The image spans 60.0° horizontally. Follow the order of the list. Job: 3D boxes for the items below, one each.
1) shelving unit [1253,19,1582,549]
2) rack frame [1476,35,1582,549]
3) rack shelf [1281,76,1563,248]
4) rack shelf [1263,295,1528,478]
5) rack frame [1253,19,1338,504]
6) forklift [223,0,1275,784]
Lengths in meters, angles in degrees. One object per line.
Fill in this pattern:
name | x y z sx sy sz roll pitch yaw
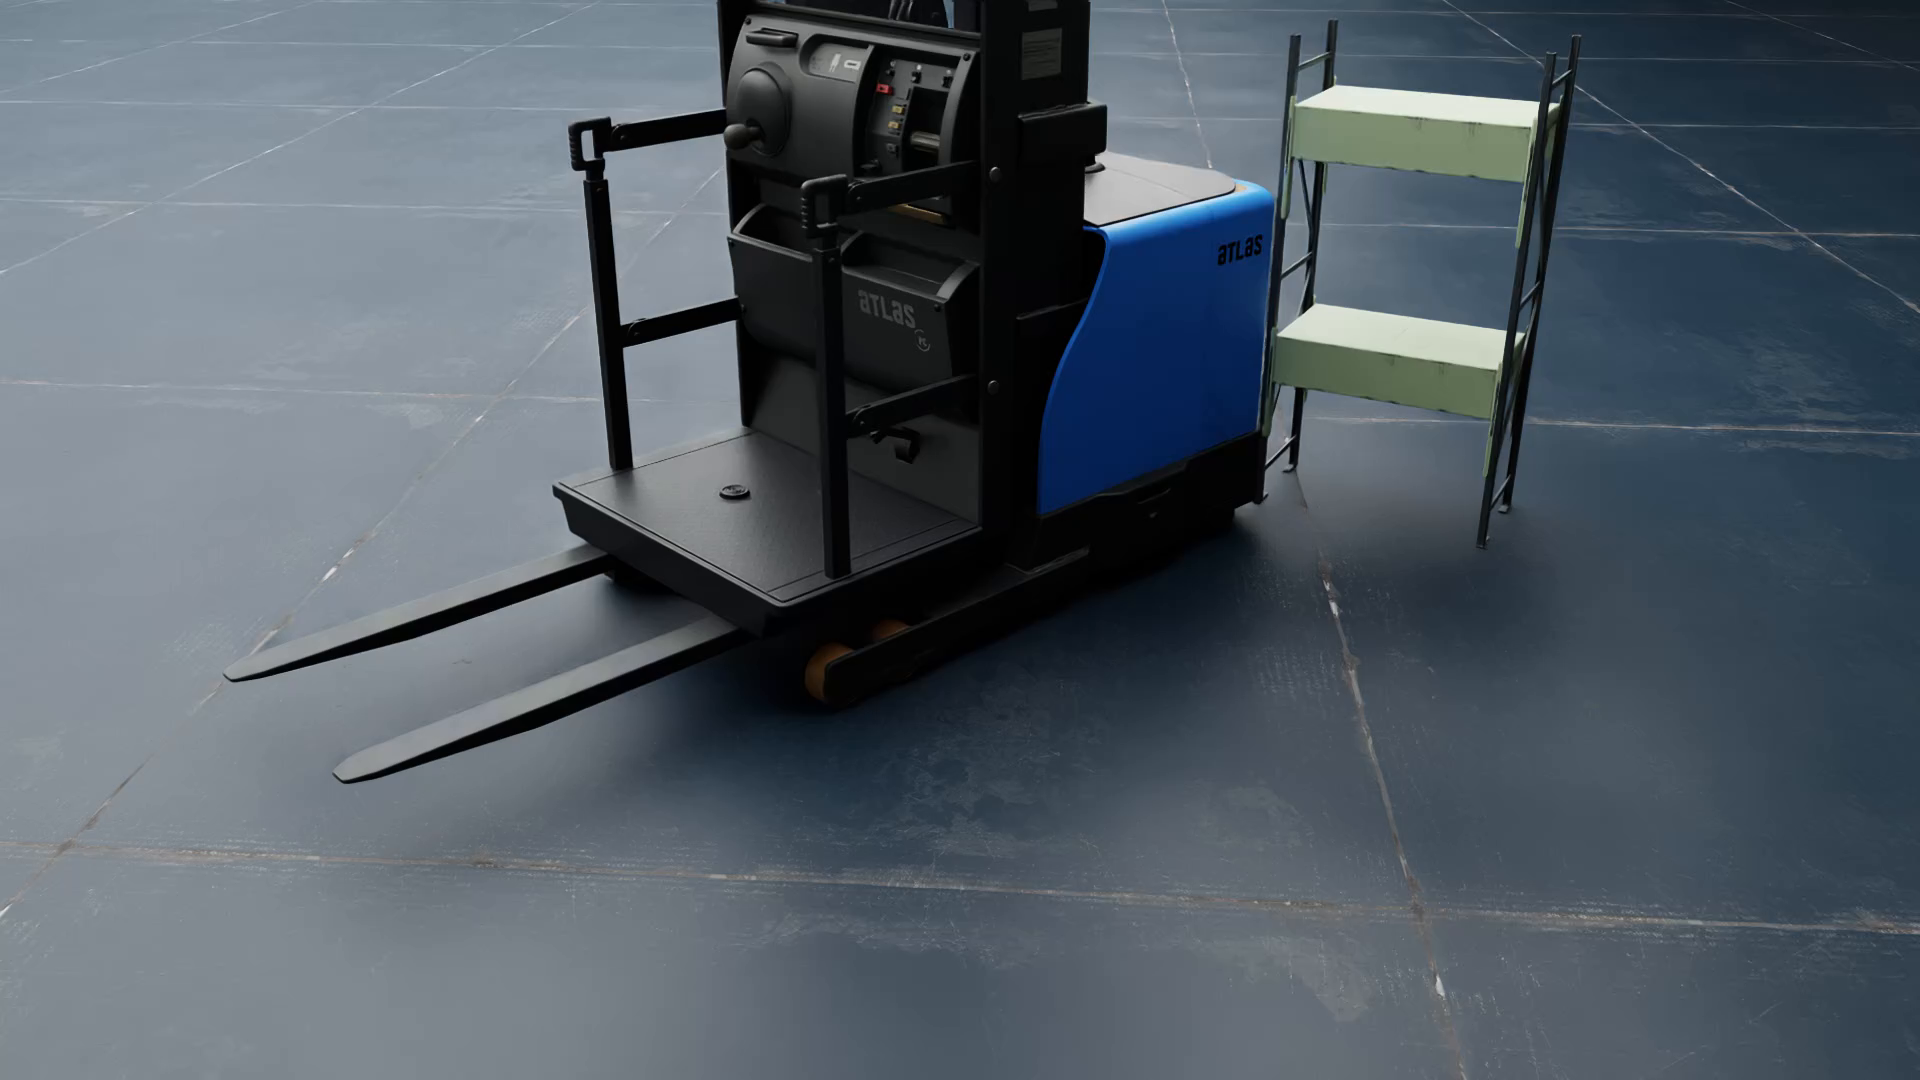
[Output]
shelving unit | 1.398 -0.802 5.200 0.755 1.500 0.431 13 28 26
rack frame | 1.719 -0.728 5.039 0.023 1.500 0.400 13 28 26
rack shelf | 1.398 -1.157 5.036 0.720 0.370 0.431 13 28 26
rack shelf | 1.398 -0.506 5.336 0.720 0.370 0.431 13 28 26
rack frame | 1.078 -0.876 5.361 0.023 1.500 0.400 13 28 26
forklift | -0.455 -1.142 4.226 3.031 2.935 1.130 -22 32 -39
